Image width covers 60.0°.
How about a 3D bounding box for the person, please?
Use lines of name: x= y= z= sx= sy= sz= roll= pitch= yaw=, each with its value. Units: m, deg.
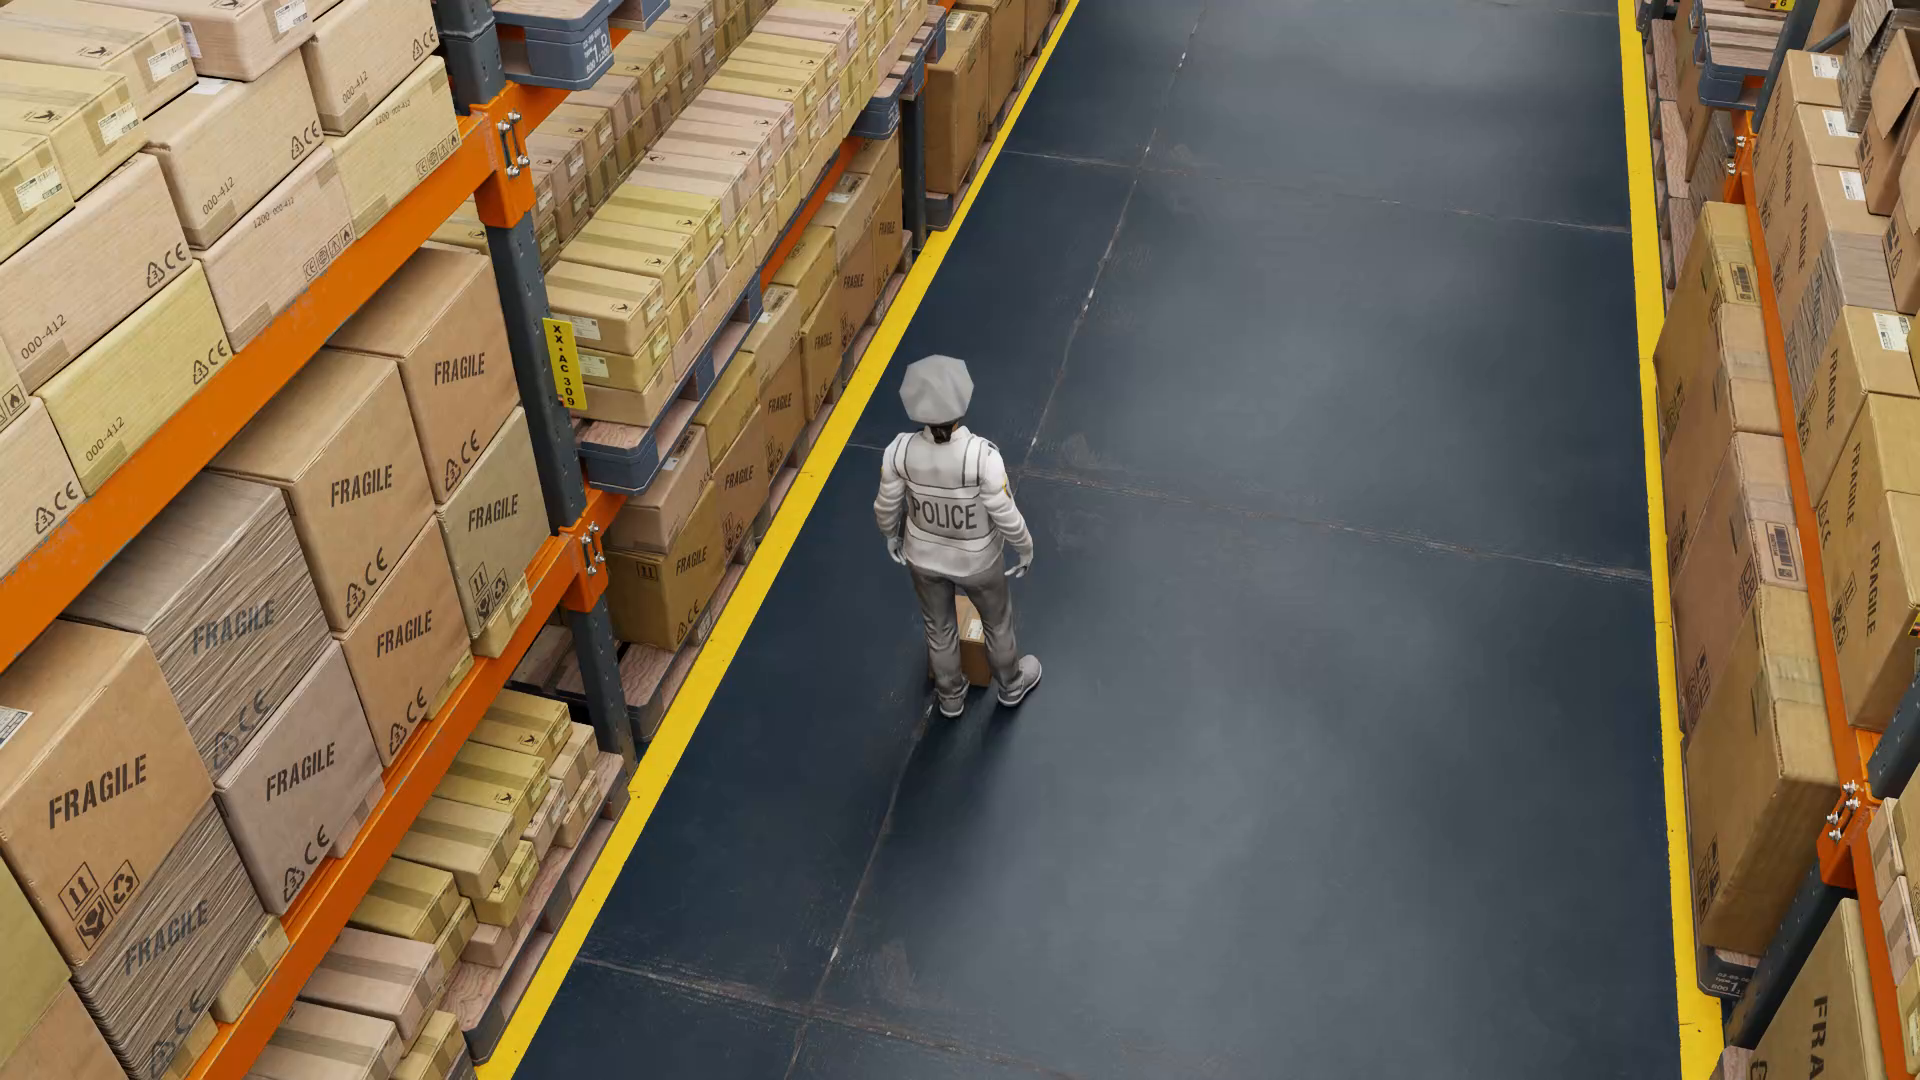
person: x=-0.003 y=-0.005 z=6.125 sx=0.588 sy=1.697 sz=0.534 roll=10 pitch=42 yaw=11
